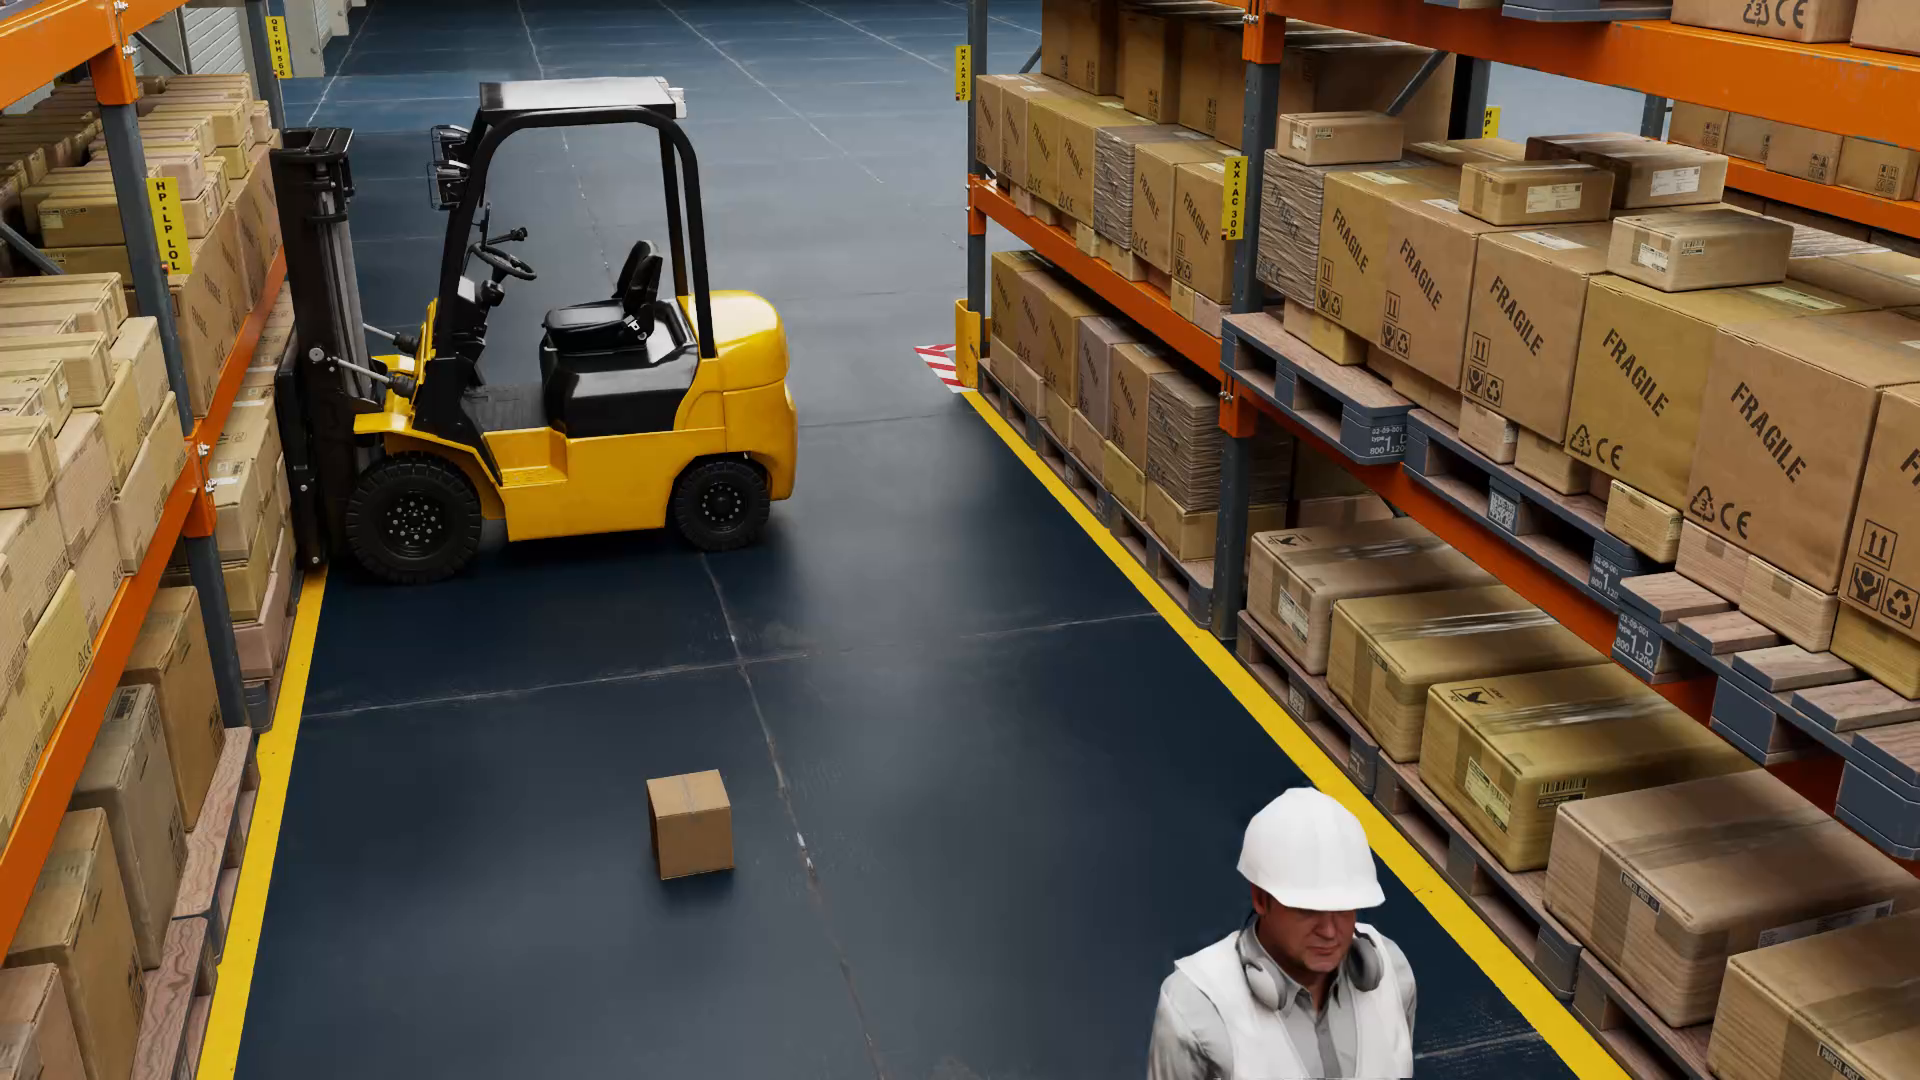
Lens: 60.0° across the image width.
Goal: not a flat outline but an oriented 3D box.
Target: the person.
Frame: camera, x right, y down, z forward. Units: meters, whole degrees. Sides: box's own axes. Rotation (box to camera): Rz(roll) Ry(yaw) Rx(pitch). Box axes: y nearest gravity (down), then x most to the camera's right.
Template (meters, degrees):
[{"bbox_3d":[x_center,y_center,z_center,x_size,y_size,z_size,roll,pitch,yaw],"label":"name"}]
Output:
[{"bbox_3d":[0.598,1.290,2.980,0.572,1.764,0.877,-5,23,-12],"label":"person"}]
